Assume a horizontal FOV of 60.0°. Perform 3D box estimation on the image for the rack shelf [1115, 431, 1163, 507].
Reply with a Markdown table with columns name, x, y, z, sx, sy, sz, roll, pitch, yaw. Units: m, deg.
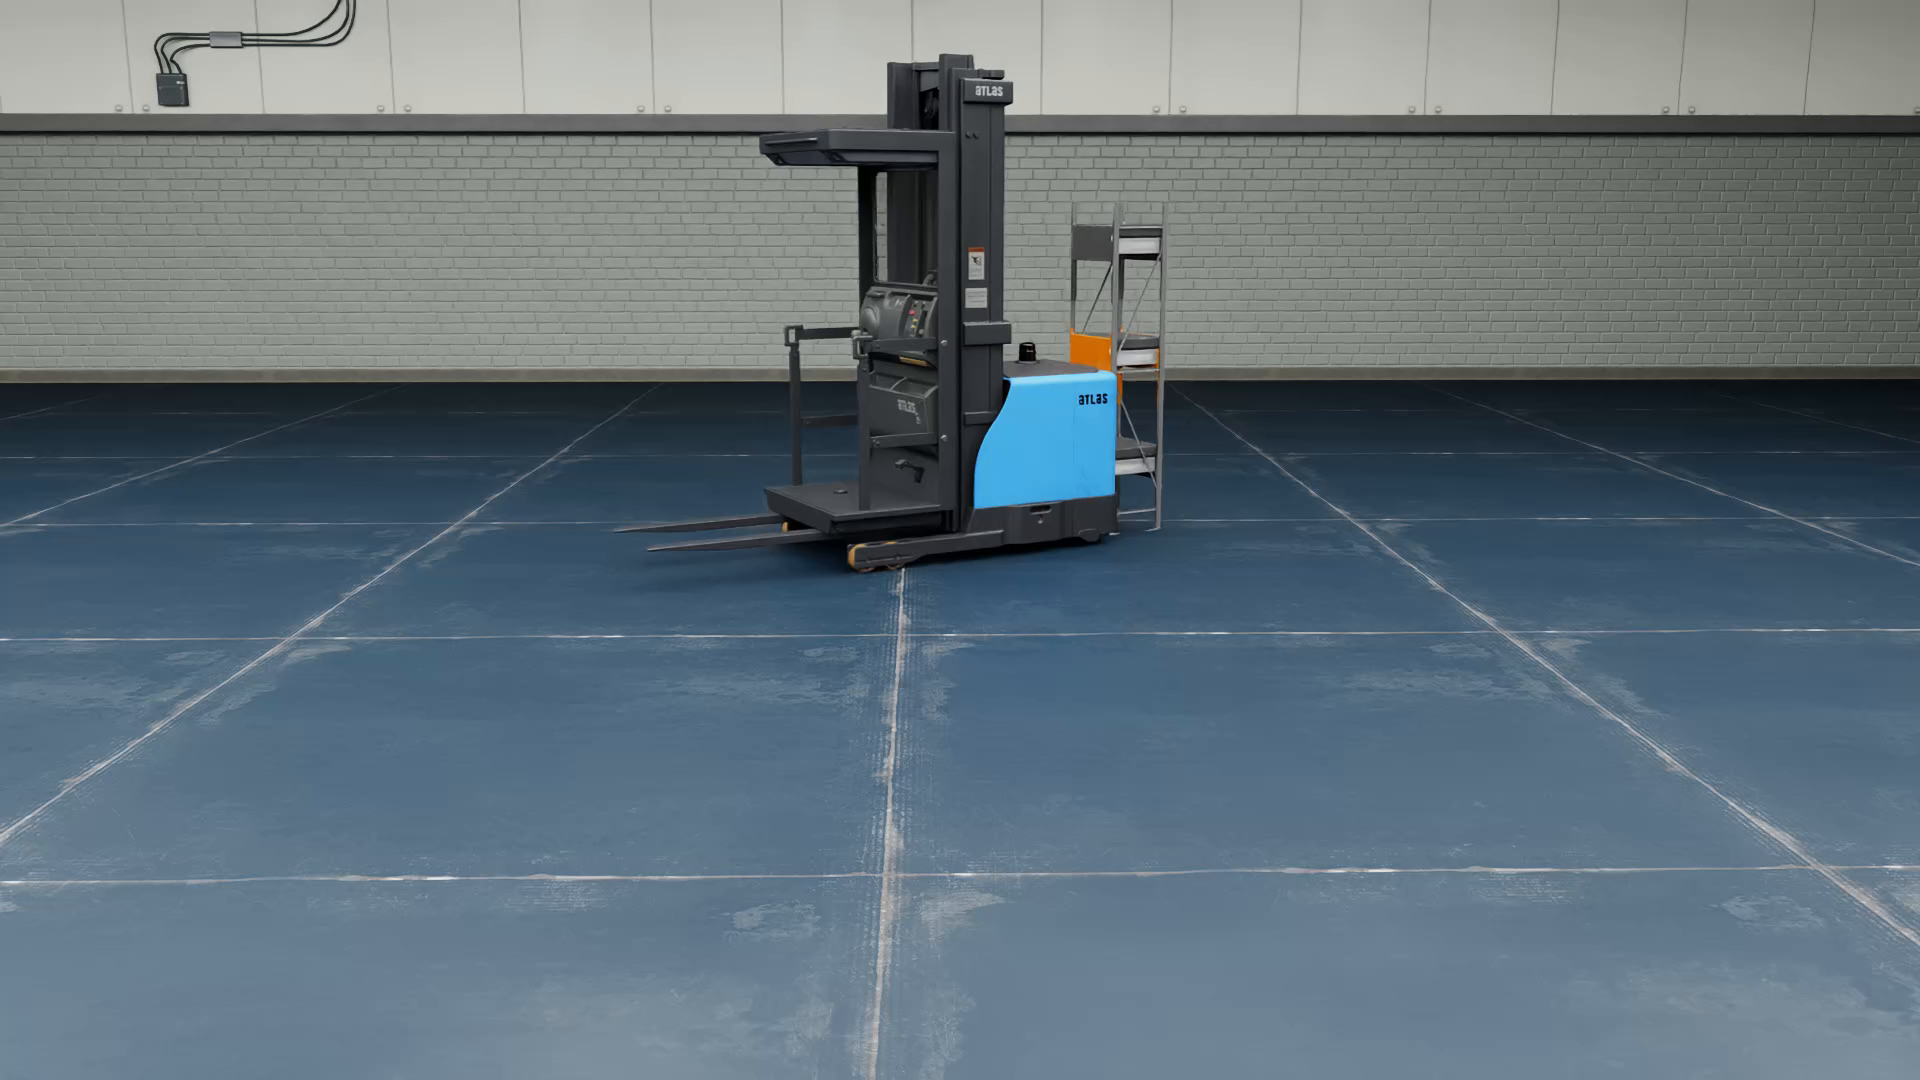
| name | x | y | z | sx | sy | sz | roll | pitch | yaw |
| --- | --- | --- | --- | --- | --- | --- | --- | --- | --- |
| rack shelf | 1.014 | -0.419 | 10.933 | 0.431 | 0.518 | 0.480 | -6 | 13 | -28 |

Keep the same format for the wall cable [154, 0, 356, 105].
| name | x | y | z | sx | sy | sz | roll | pitch | yaw |
| --- | --- | --- | --- | --- | --- | --- | --- | --- | --- |
| wall cable | -8.045 | -7.946 | 18.542 | 2.305 | 6.003 | 0.169 | 0 | 11 | -1 |

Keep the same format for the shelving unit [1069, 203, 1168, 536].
| name | x | y | z | sx | sy | sz | roll | pitch | yaw |
| --- | --- | --- | --- | --- | --- | --- | --- | --- | --- |
| shelving unit | 1.014 | -1.118 | 10.791 | 0.431 | 2.100 | 0.503 | -6 | 13 | -28 |

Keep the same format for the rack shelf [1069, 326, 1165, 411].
| name | x | y | z | sx | sy | sz | roll | pitch | yaw |
| --- | --- | --- | --- | --- | --- | --- | --- | --- | --- |
| rack shelf | 1.014 | -1.105 | 10.793 | 0.431 | 0.518 | 0.480 | -6 | 13 | -28 |

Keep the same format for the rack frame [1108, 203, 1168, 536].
| name | x | y | z | sx | sy | sz | roll | pitch | yaw |
| --- | --- | --- | --- | --- | --- | --- | --- | --- | --- |
| rack frame | 1.131 | -1.076 | 10.581 | 0.400 | 2.100 | 0.015 | -6 | 13 | -28 |

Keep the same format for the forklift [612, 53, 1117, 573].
| name | x | y | z | sx | sy | sz | roll | pitch | yaw |
| --- | --- | --- | --- | --- | --- | --- | --- | --- | --- |
| forklift | -0.553 | -1.366 | 9.921 | 3.031 | 2.935 | 1.130 | -6 | 13 | -28 |

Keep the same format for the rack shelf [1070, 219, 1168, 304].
| name | x | y | z | sx | sy | sz | roll | pitch | yaw |
| --- | --- | --- | --- | --- | --- | --- | --- | --- | --- |
| rack shelf | 1.014 | -1.791 | 10.654 | 0.431 | 0.518 | 0.480 | -6 | 13 | -28 |

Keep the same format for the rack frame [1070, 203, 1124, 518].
| name | x | y | z | sx | sy | sz | roll | pitch | yaw |
| --- | --- | --- | --- | --- | --- | --- | --- | --- | --- |
| rack frame | 0.897 | -1.161 | 11.001 | 0.400 | 2.100 | 0.015 | -6 | 13 | -28 |
